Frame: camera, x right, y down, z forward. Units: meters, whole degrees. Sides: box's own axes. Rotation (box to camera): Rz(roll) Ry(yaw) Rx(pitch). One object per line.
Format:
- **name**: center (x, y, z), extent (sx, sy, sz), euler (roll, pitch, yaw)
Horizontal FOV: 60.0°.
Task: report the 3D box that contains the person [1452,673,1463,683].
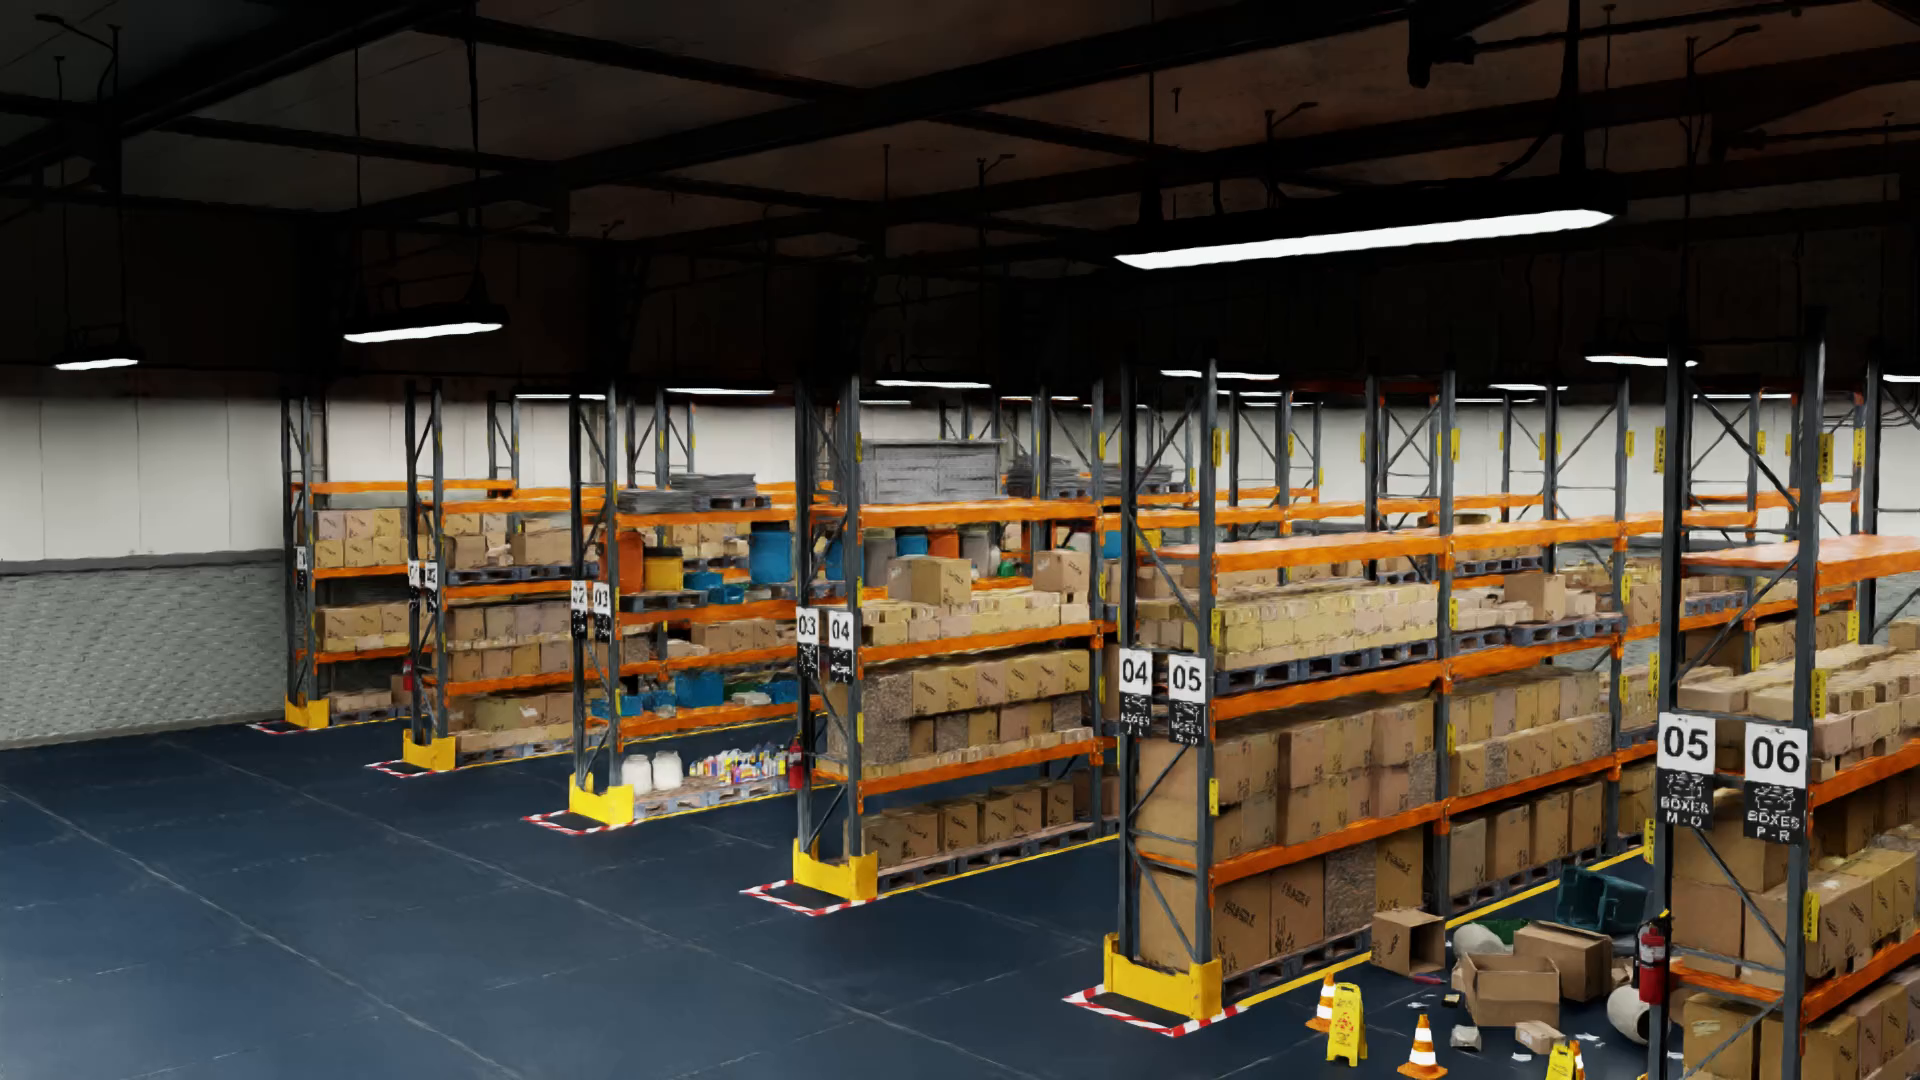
- **person**: center (7.257, 2.730, 24.348), extent (0.463, 1.731, 0.598), euler (2, 4, 24)
